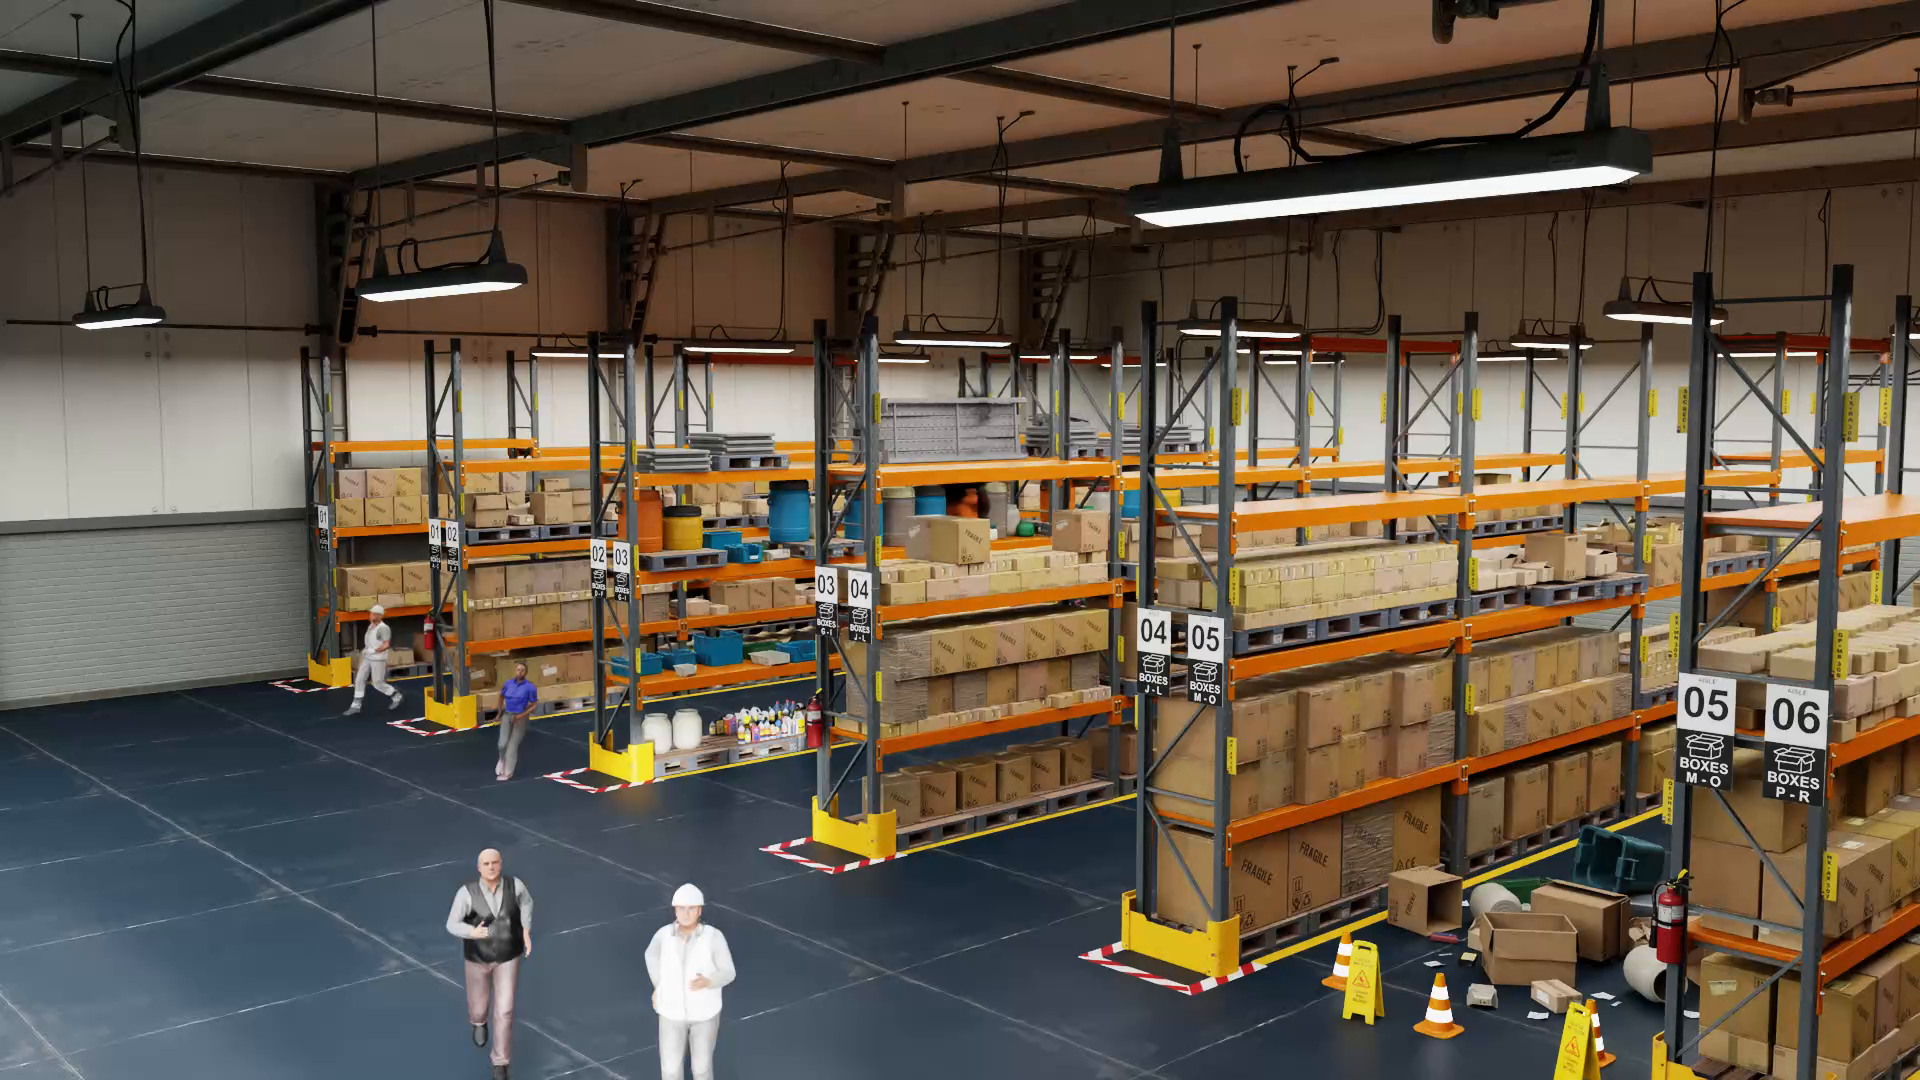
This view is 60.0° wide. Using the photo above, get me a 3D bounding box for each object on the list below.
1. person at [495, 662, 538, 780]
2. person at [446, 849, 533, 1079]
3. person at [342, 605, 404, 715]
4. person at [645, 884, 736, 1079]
[{"bbox_3d":[-5.929,2.422,22.142,0.598,1.584,0.554,0,5,0],"label":"person"},{"bbox_3d":[-3.564,3.179,12.664,0.659,1.704,0.924,-2,5,-20],"label":"person"},{"bbox_3d":[-9.448,1.928,26.782,0.693,1.747,0.965,5,7,45],"label":"person"},{"bbox_3d":[-1.860,3.264,11.438,0.649,1.810,0.796,0,5,-4],"label":"person"}]
